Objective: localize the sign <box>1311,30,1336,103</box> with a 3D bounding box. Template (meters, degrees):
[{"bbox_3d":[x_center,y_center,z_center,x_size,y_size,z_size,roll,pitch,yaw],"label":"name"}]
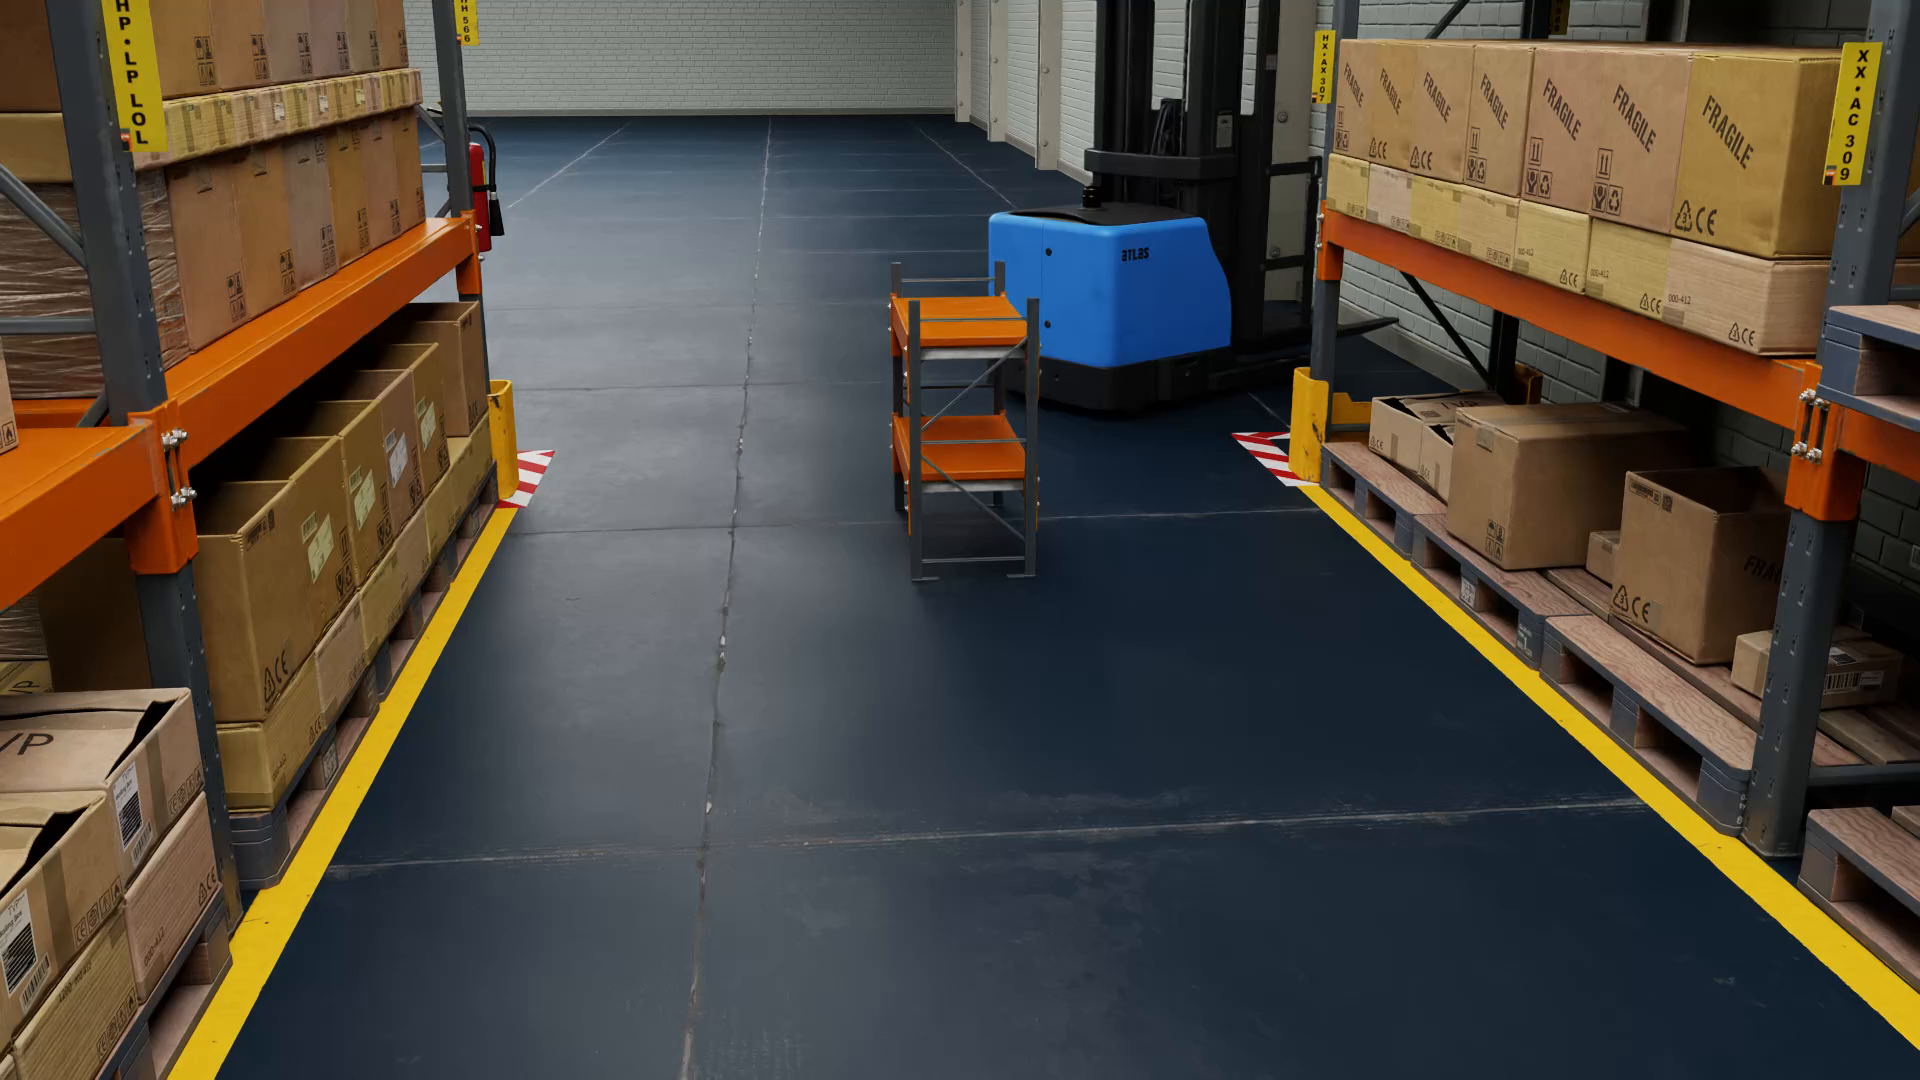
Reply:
[{"bbox_3d":[1.689,-2.195,7.716,0.100,0.325,0.005,-2,18,-6],"label":"sign"}]

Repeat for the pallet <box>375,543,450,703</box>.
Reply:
[{"bbox_3d":[-2.455,0.275,5.949,1.003,0.211,1.213,-2,18,-6],"label":"pallet"}]

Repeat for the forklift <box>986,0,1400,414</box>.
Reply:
[{"bbox_3d":[1.601,-2.449,10.085,3.031,2.935,1.130,-14,22,-38],"label":"forklift"}]

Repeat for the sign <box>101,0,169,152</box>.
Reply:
[{"bbox_3d":[-1.746,-0.987,3.513,0.100,0.325,0.005,-2,18,-6],"label":"sign"}]

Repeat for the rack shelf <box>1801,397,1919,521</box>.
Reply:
[{"bbox_3d":[2.848,0.332,2.313,1.077,0.370,4.000,-2,18,-6],"label":"rack shelf"}]

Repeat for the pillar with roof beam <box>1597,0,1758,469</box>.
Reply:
[{"bbox_3d":[-1.120,-4.346,5.998,9.100,9.000,0.400,-2,18,-6],"label":"pillar with roof beam"}]

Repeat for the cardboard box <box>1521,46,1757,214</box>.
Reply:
[{"bbox_3d":[2.187,-1.333,5.381,0.500,0.500,0.500,-2,18,-7],"label":"cardboard box"}]

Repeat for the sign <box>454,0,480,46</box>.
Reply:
[{"bbox_3d":[-2.157,-2.323,7.239,0.100,0.325,0.005,-2,18,-6],"label":"sign"}]

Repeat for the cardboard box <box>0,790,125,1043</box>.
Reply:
[{"bbox_3d":[-1.898,0.658,3.028,0.500,0.311,0.500,-1,17,-4],"label":"cardboard box"}]

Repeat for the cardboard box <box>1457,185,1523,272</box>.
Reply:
[{"bbox_3d":[2.128,-1.125,5.969,0.500,0.250,0.500,-2,18,-5],"label":"cardboard box"}]

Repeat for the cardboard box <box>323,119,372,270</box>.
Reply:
[{"bbox_3d":[-2.558,-1.249,5.979,0.700,0.500,0.500,-2,18,-5],"label":"cardboard box"}]

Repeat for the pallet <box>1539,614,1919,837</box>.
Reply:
[{"bbox_3d":[2.537,0.524,5.155,1.003,0.211,1.213,-2,18,-6],"label":"pallet"}]

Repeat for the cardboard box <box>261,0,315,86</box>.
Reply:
[{"bbox_3d":[-2.493,-1.700,5.252,0.700,0.500,0.500,-2,18,-6],"label":"cardboard box"}]

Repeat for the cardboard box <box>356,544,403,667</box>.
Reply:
[{"bbox_3d":[-2.124,0.213,5.381,0.500,0.250,0.500,-2,18,-6],"label":"cardboard box"}]

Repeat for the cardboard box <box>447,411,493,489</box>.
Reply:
[{"bbox_3d":[-2.349,-0.383,7.277,0.500,0.250,0.500,-2,18,-6],"label":"cardboard box"}]

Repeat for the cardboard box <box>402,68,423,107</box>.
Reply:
[{"bbox_3d":[-2.469,-1.894,6.952,0.380,0.149,0.250,-2,18,-7],"label":"cardboard box"}]

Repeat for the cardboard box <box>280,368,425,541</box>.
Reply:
[{"bbox_3d":[-2.178,-0.294,5.743,0.500,0.500,0.500,-2,18,-6],"label":"cardboard box"}]

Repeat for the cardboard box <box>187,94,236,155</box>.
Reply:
[{"bbox_3d":[-2.203,-1.126,4.506,0.380,0.149,0.250,-2,18,-6],"label":"cardboard box"}]

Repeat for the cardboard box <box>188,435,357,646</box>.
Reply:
[{"bbox_3d":[-2.081,0.004,4.793,0.500,0.500,0.500,-2,18,-6],"label":"cardboard box"}]

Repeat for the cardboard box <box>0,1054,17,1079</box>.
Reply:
[{"bbox_3d":[-1.851,1.076,2.630,0.500,0.250,0.500,-1,17,-4],"label":"cardboard box"}]

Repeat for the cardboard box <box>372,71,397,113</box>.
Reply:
[{"bbox_3d":[-2.414,-1.740,6.461,0.380,0.149,0.250,-2,18,-6],"label":"cardboard box"}]

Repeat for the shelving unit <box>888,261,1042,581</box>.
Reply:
[{"bbox_3d":[0.001,-0.535,7.002,0.538,1.125,1.048,-2,18,-6],"label":"shelving unit"}]

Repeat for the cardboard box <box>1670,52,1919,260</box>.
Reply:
[{"bbox_3d":[2.285,-1.034,4.429,0.500,0.500,0.500,-2,18,-6],"label":"cardboard box"}]

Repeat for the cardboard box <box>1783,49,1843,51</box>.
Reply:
[{"bbox_3d":[2.751,-1.204,4.968,0.500,0.500,0.500,-2,18,-6],"label":"cardboard box"}]

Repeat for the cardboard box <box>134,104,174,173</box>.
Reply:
[{"bbox_3d":[-2.146,-0.971,4.012,0.380,0.149,0.250,-2,17,-5],"label":"cardboard box"}]

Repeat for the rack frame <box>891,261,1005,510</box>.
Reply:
[{"bbox_3d":[-0.052,-0.686,7.485,0.500,1.125,0.032,-2,18,-6],"label":"rack frame"}]

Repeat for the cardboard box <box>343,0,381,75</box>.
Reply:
[{"bbox_3d":[-2.597,-2.000,6.206,0.700,0.500,0.500,-2,18,-7],"label":"cardboard box"}]

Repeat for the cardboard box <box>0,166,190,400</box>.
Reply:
[{"bbox_3d":[-2.337,-0.633,4.018,0.700,0.500,0.500,-2,18,-7],"label":"cardboard box"}]

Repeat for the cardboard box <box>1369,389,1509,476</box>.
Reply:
[{"bbox_3d":[2.211,-0.517,7.571,0.500,0.311,0.500,-4,18,-12],"label":"cardboard box"}]

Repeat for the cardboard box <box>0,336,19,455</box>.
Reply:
[{"bbox_3d":[-2.191,-0.236,3.172,0.500,0.250,0.500,-1,17,-2],"label":"cardboard box"}]

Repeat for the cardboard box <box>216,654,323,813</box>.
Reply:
[{"bbox_3d":[-2.031,0.511,4.431,0.500,0.250,0.500,-2,18,-6],"label":"cardboard box"}]

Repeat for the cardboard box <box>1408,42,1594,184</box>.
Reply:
[{"bbox_3d":[2.067,-1.641,6.363,0.500,0.500,0.500,-2,18,-7],"label":"cardboard box"}]

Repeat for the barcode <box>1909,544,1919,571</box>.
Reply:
[{"bbox_3d":[2.825,0.055,4.900,0.001,0.075,0.075,-2,18,-6],"label":"barcode"}]

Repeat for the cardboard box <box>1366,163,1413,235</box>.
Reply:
[{"bbox_3d":[2.031,-1.427,6.933,0.500,0.250,0.500,-2,18,-7],"label":"cardboard box"}]

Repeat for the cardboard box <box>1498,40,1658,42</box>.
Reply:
[{"bbox_3d":[2.531,-1.811,6.901,0.500,0.500,0.500,-2,17,-5],"label":"cardboard box"}]

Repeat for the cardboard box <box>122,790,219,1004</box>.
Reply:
[{"bbox_3d":[-1.954,0.773,3.596,0.500,0.250,0.500,-2,18,-6],"label":"cardboard box"}]

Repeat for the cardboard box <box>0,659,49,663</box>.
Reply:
[{"bbox_3d":[-2.592,0.378,4.855,0.500,0.250,0.500,-2,18,-6],"label":"cardboard box"}]

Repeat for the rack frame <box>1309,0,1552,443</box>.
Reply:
[{"bbox_3d":[2.229,-1.799,7.899,1.000,3.000,0.127,-2,18,-6],"label":"rack frame"}]

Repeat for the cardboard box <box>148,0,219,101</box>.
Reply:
[{"bbox_3d":[-2.391,-1.402,4.303,0.700,0.500,0.500,-2,18,-6],"label":"cardboard box"}]

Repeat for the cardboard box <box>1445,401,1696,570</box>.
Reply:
[{"bbox_3d":[2.296,-0.217,6.300,0.700,0.500,0.500,-3,18,-9],"label":"cardboard box"}]

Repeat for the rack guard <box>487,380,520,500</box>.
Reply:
[{"bbox_3d":[-2.700,-0.459,7.805,1.175,0.500,0.348,-2,18,-6],"label":"rack guard"}]

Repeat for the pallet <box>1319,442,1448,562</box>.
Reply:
[{"bbox_3d":[2.286,-0.203,7.470,1.003,0.211,1.213,-2,18,-6],"label":"pallet"}]

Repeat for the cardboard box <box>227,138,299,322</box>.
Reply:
[{"bbox_3d":[-2.446,-0.939,4.994,0.700,0.500,0.500,-2,17,-5],"label":"cardboard box"}]

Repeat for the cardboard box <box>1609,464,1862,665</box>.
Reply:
[{"bbox_3d":[2.495,0.068,5.393,0.500,0.500,0.500,-3,18,-10],"label":"cardboard box"}]

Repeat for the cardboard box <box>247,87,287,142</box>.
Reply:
[{"bbox_3d":[-2.257,-1.280,4.997,0.380,0.149,0.250,-2,18,-7],"label":"cardboard box"}]

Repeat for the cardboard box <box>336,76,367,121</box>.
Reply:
[{"bbox_3d":[-2.363,-1.587,5.973,0.380,0.149,0.250,-1,17,-4],"label":"cardboard box"}]

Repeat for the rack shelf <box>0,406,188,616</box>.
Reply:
[{"bbox_3d":[-2.079,0.486,1.822,1.077,0.370,4.000,-2,18,-6],"label":"rack shelf"}]

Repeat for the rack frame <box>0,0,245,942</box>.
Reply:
[{"bbox_3d":[-2.285,-0.453,3.612,1.000,3.000,0.127,-2,18,-6],"label":"rack frame"}]

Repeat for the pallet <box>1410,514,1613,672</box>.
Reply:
[{"bbox_3d":[2.408,0.160,6.315,1.003,0.211,1.213,-2,18,-6],"label":"pallet"}]

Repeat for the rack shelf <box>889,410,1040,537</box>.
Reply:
[{"bbox_3d":[0.001,-0.301,7.075,0.538,0.278,1.000,-2,18,-6],"label":"rack shelf"}]

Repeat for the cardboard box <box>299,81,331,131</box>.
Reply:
[{"bbox_3d":[-2.307,-1.432,5.480,0.380,0.149,0.250,-2,18,-6],"label":"cardboard box"}]

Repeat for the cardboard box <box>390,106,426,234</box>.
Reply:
[{"bbox_3d":[-2.662,-1.553,6.949,0.700,0.500,0.500,-2,18,-6],"label":"cardboard box"}]

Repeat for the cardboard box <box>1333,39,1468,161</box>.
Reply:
[{"bbox_3d":[1.979,-1.943,7.324,0.500,0.500,0.500,-2,18,-6],"label":"cardboard box"}]

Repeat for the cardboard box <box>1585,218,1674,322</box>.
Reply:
[{"bbox_3d":[2.248,-0.826,5.016,0.500,0.250,0.500,-2,18,-5],"label":"cardboard box"}]

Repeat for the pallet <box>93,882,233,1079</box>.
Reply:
[{"bbox_3d":[-2.170,1.096,3.335,1.003,0.211,1.213,-2,18,-6],"label":"pallet"}]

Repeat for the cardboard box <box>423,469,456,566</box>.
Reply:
[{"bbox_3d":[-2.232,-0.085,6.330,0.500,0.250,0.500,-2,18,-6],"label":"cardboard box"}]

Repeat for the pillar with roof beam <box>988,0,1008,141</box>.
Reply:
[{"bbox_3d":[-3.596,-11.497,28.774,9.100,9.000,0.400,-2,18,-6],"label":"pillar with roof beam"}]

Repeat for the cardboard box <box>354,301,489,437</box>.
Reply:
[{"bbox_3d":[-2.346,-0.740,7.165,0.500,0.500,0.500,-2,18,-6],"label":"cardboard box"}]

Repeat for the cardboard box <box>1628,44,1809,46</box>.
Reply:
[{"bbox_3d":[2.641,-1.507,5.933,0.500,0.500,0.500,-2,17,-5],"label":"cardboard box"}]
